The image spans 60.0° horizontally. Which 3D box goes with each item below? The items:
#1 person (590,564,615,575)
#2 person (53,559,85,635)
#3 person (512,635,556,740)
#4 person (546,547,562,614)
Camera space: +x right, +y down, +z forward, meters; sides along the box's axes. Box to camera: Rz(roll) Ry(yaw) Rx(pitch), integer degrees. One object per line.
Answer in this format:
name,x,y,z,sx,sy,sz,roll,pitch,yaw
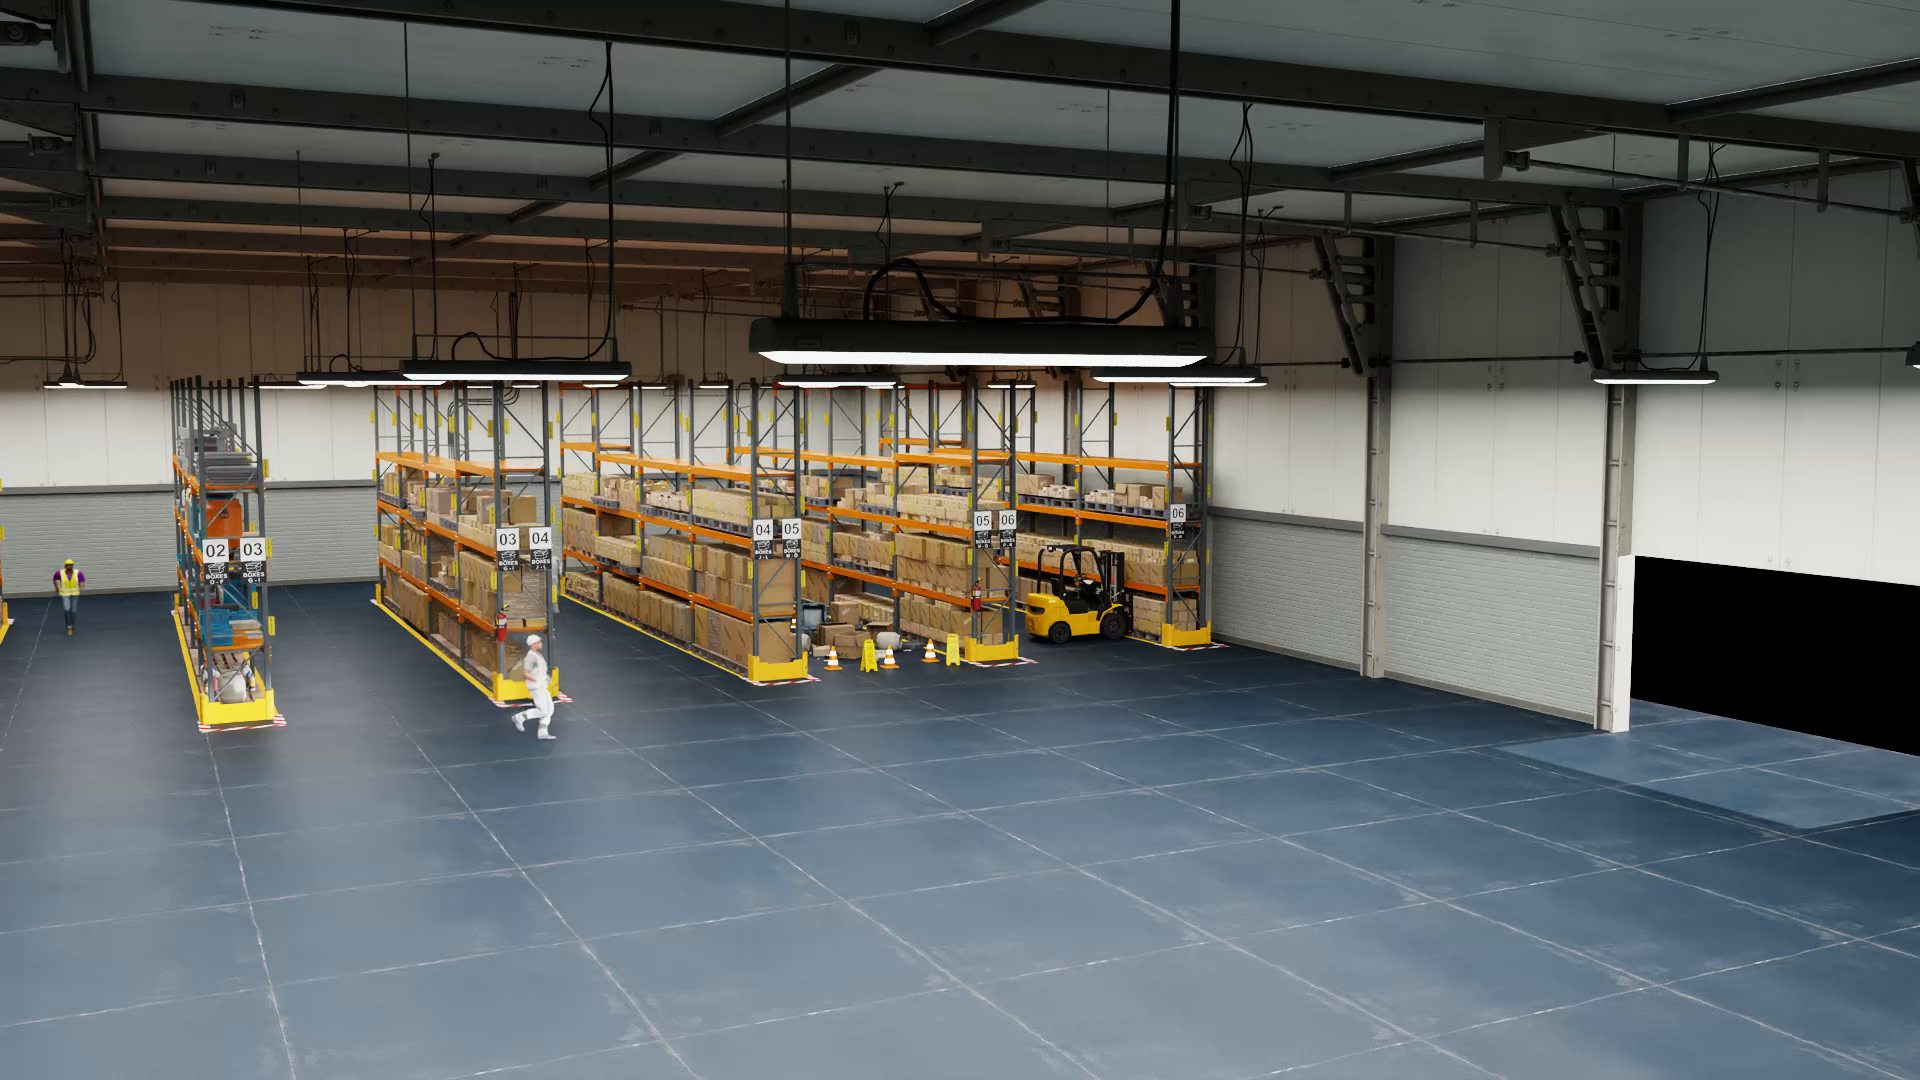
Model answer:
person,-10.580,0.458,49.109,0.906,1.833,0.676,-3,6,-31
person,-21.141,1.341,39.519,0.626,1.812,0.901,-4,7,-40
person,-7.009,2.425,27.361,0.704,1.749,0.656,0,5,-1
person,-10.629,1.032,43.256,0.629,1.743,0.853,-3,6,-29
